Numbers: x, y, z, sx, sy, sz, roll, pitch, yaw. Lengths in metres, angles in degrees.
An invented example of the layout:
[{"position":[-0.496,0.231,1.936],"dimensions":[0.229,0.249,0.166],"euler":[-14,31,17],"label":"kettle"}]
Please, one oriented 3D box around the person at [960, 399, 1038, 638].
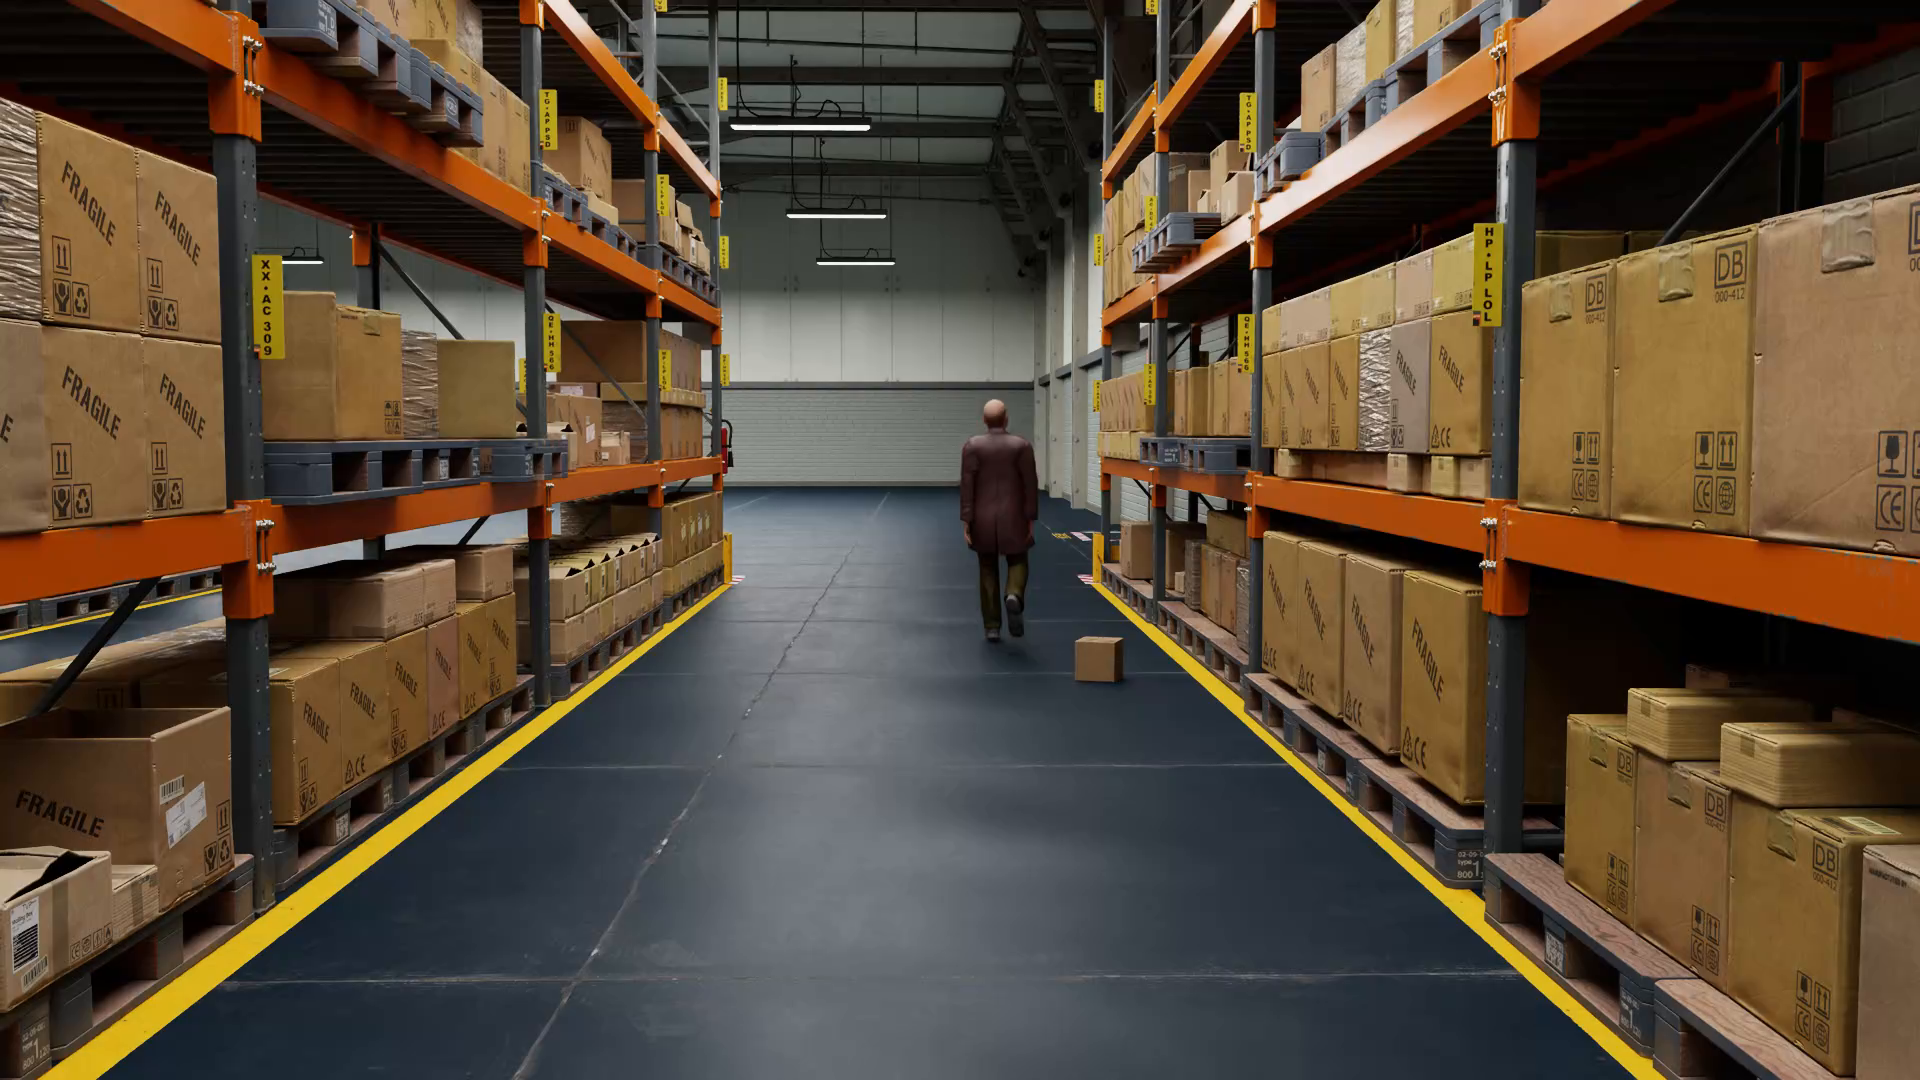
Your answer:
[{"position":[0.288,-0.150,12.234],"dimensions":[0.576,1.761,0.686],"euler":[0,4,3],"label":"person"}]
